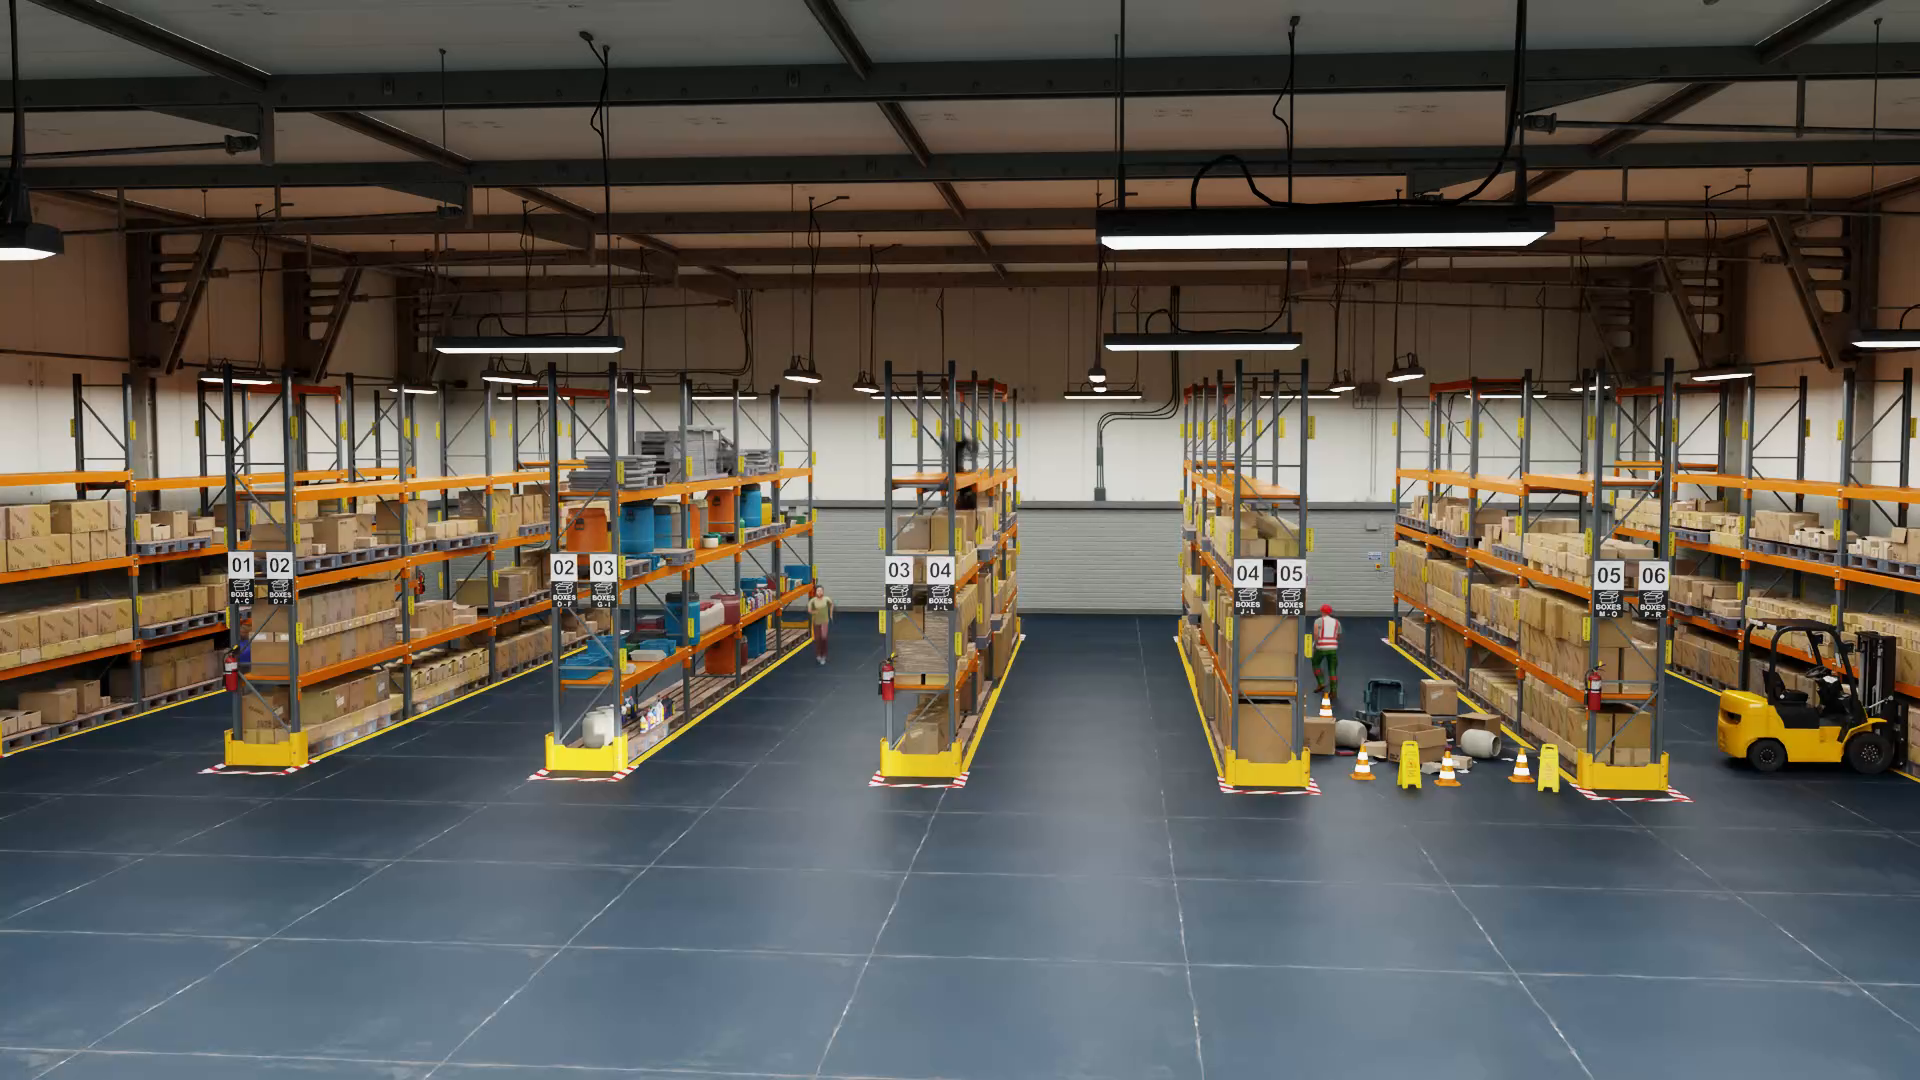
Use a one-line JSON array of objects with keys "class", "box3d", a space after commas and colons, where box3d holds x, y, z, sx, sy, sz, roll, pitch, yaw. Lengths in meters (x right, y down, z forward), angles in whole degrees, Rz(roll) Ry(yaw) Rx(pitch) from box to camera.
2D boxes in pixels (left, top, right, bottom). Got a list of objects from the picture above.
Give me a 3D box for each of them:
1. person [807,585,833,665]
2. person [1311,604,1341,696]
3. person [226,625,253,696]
[{"class": "person", "box3d": [-3.002, 1.821, 35.723, 0.536, 1.713, 0.804, 0, 4, -1]}, {"class": "person", "box3d": [6.933, 2.070, 31.568, 0.684, 1.687, 0.936, 0, 4, -4]}, {"class": "person", "box3d": [-12.215, 2.298, 28.425, 0.524, 1.705, 0.861, 0, 4, 3]}]
